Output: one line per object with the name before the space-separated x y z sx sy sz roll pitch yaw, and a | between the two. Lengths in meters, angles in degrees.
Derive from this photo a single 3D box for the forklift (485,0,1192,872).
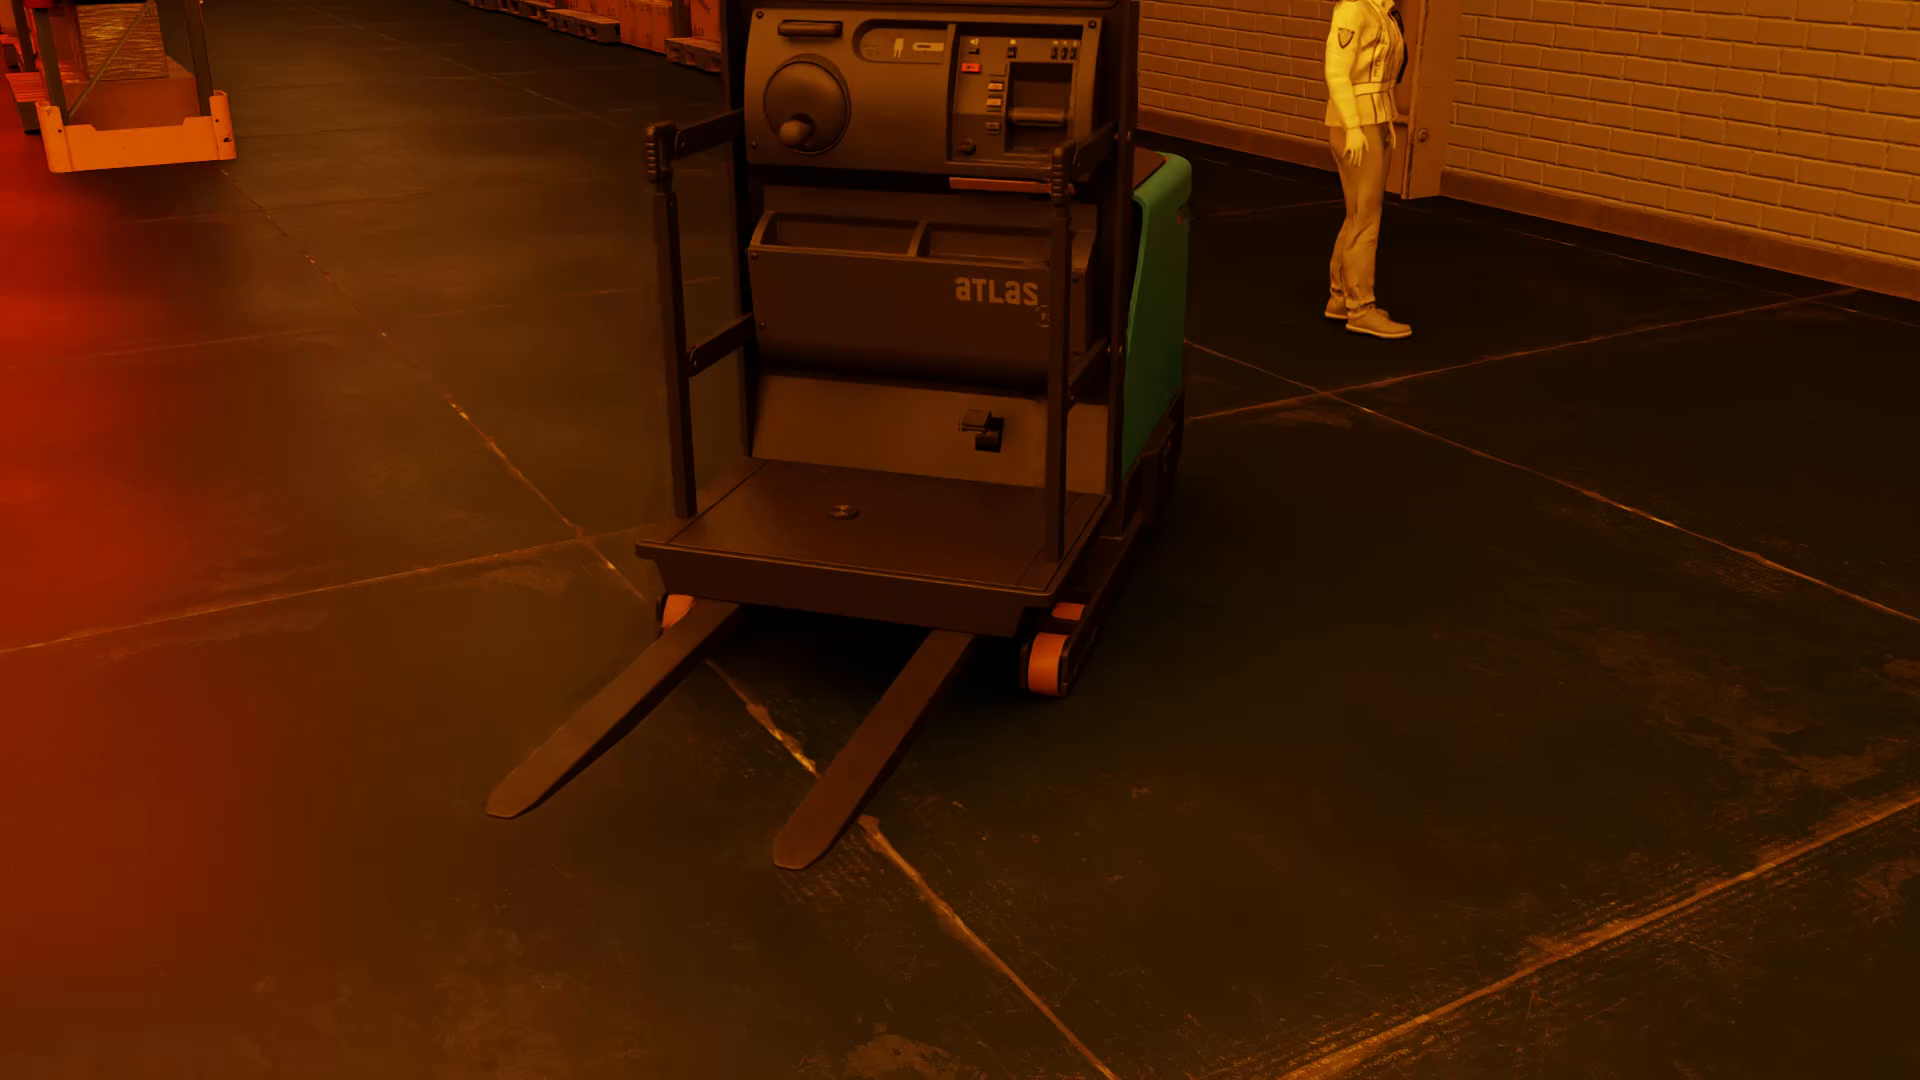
forklift | -0.166 -1.128 4.023 1.130 2.935 3.031 7 23 16

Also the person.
person | 1.831 -1.763 7.207 0.488 1.691 0.619 10 24 22
